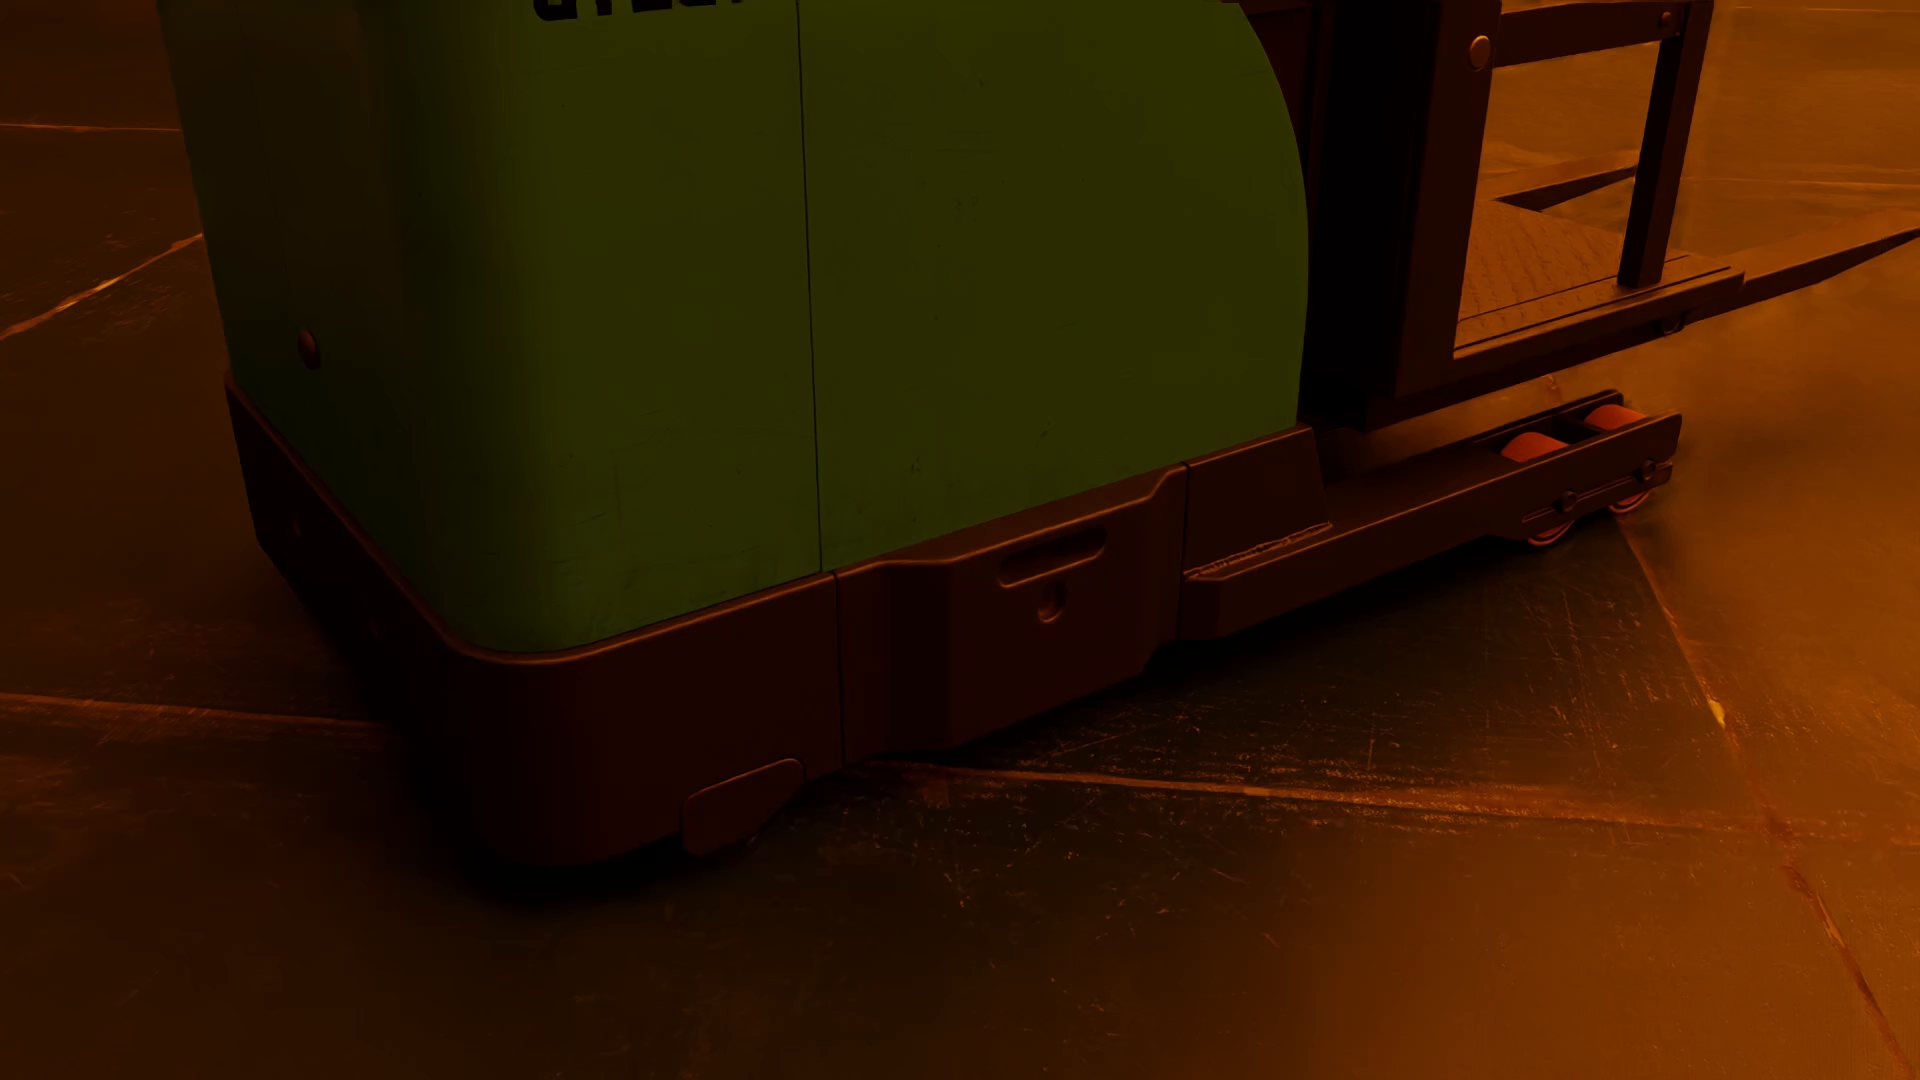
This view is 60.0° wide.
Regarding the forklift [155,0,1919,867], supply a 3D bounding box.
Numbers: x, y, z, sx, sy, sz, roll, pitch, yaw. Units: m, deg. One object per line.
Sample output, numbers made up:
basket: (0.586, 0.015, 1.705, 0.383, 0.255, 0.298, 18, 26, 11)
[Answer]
forklift: (0.498, -1.478, 2.179, 3.031, 2.935, 1.130, -17, 31, -31)
